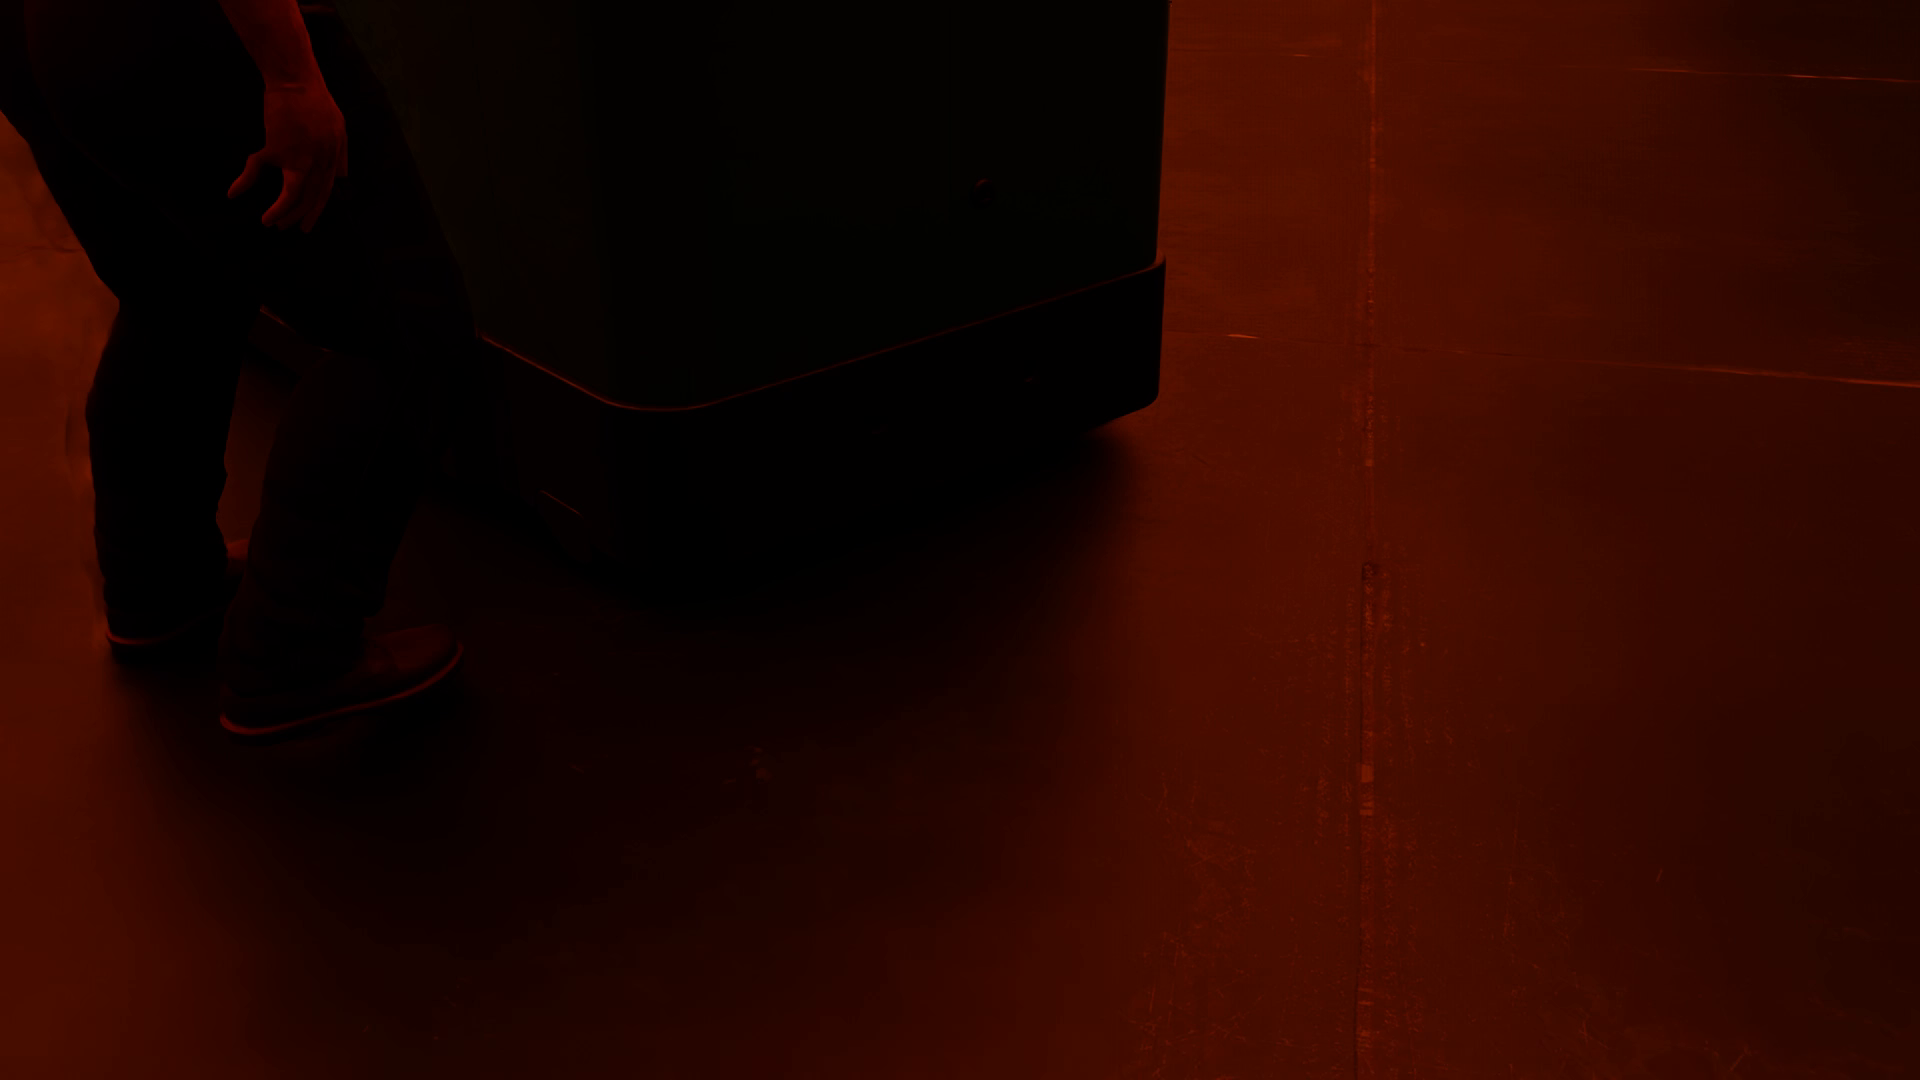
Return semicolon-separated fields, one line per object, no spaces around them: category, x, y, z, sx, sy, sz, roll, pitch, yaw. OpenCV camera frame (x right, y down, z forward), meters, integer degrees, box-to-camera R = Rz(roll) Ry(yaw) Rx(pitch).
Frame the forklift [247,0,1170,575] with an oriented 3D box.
forklift;-1.025;-1.840;2.894;1.130;2.935;3.031;-22;34;-37

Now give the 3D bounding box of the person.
person;-0.834;-0.548;1.781;0.383;1.628;0.740;-24;35;-38
